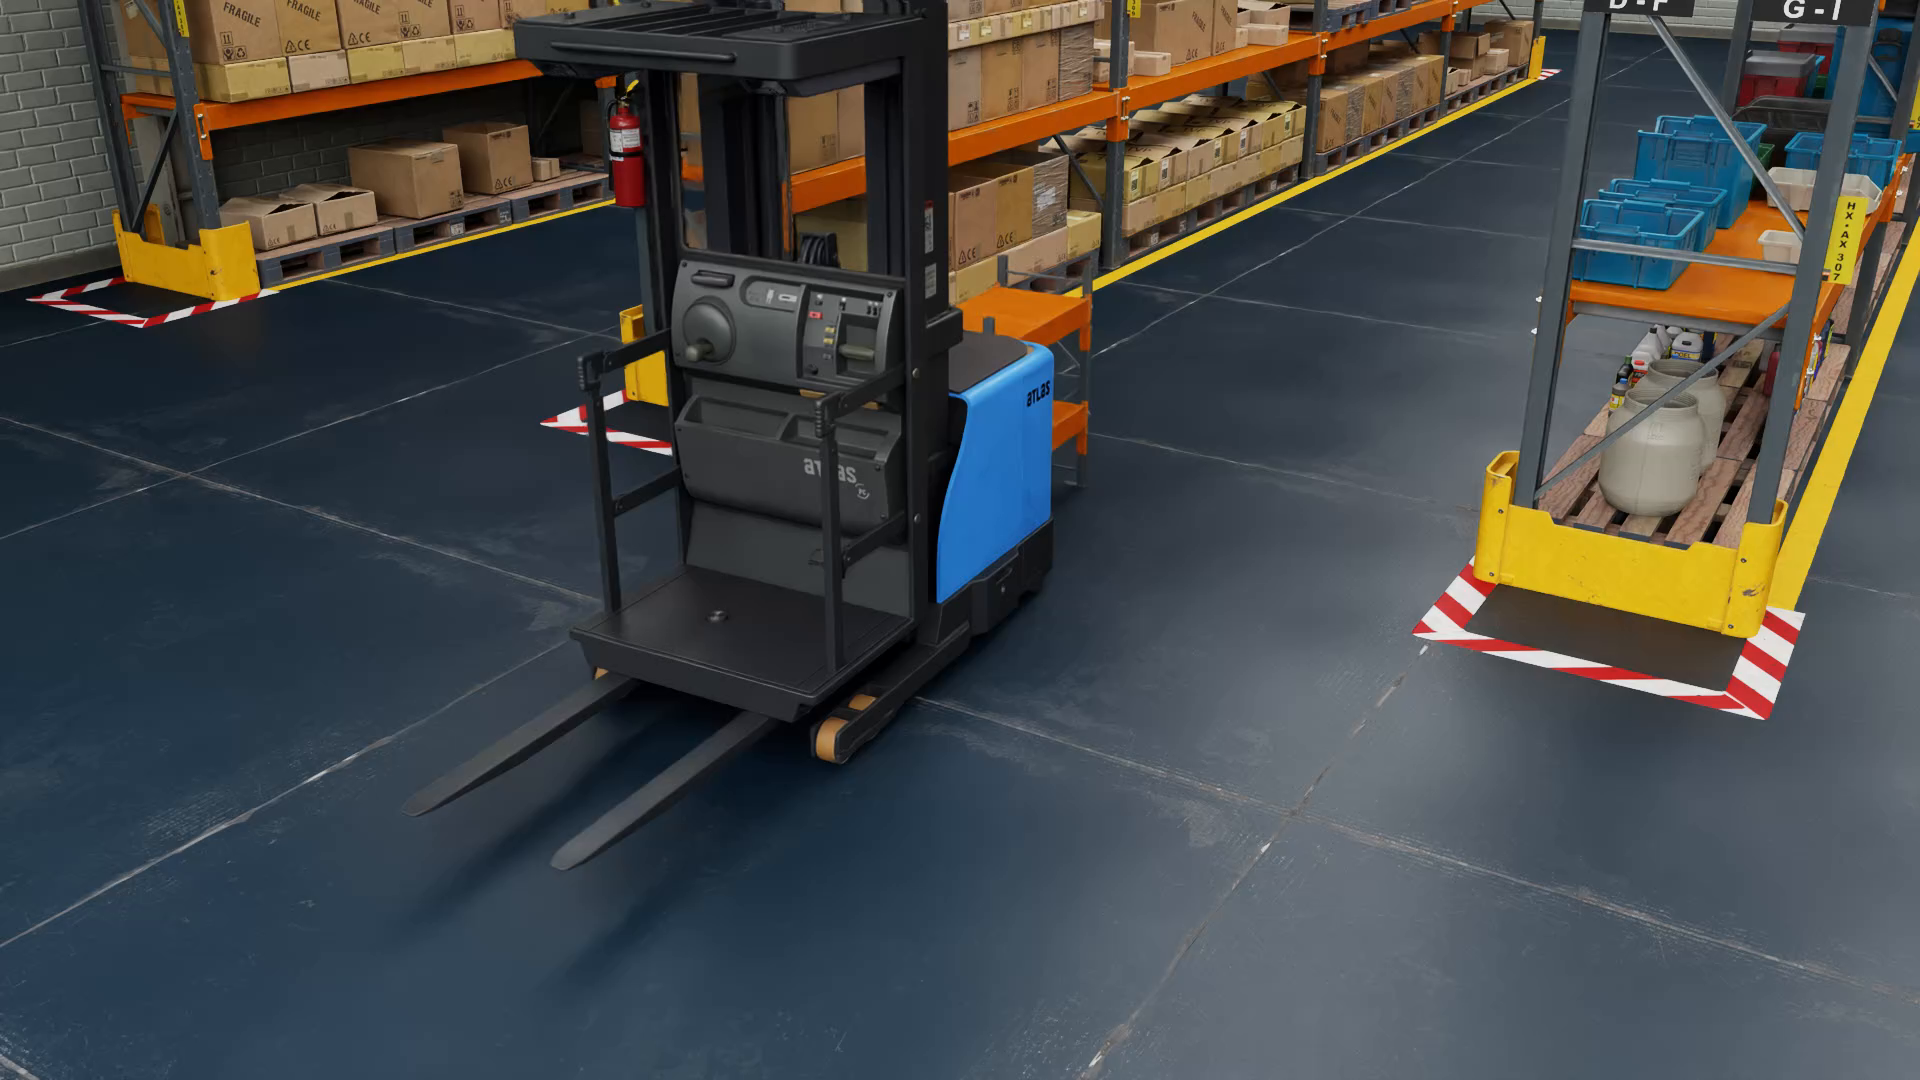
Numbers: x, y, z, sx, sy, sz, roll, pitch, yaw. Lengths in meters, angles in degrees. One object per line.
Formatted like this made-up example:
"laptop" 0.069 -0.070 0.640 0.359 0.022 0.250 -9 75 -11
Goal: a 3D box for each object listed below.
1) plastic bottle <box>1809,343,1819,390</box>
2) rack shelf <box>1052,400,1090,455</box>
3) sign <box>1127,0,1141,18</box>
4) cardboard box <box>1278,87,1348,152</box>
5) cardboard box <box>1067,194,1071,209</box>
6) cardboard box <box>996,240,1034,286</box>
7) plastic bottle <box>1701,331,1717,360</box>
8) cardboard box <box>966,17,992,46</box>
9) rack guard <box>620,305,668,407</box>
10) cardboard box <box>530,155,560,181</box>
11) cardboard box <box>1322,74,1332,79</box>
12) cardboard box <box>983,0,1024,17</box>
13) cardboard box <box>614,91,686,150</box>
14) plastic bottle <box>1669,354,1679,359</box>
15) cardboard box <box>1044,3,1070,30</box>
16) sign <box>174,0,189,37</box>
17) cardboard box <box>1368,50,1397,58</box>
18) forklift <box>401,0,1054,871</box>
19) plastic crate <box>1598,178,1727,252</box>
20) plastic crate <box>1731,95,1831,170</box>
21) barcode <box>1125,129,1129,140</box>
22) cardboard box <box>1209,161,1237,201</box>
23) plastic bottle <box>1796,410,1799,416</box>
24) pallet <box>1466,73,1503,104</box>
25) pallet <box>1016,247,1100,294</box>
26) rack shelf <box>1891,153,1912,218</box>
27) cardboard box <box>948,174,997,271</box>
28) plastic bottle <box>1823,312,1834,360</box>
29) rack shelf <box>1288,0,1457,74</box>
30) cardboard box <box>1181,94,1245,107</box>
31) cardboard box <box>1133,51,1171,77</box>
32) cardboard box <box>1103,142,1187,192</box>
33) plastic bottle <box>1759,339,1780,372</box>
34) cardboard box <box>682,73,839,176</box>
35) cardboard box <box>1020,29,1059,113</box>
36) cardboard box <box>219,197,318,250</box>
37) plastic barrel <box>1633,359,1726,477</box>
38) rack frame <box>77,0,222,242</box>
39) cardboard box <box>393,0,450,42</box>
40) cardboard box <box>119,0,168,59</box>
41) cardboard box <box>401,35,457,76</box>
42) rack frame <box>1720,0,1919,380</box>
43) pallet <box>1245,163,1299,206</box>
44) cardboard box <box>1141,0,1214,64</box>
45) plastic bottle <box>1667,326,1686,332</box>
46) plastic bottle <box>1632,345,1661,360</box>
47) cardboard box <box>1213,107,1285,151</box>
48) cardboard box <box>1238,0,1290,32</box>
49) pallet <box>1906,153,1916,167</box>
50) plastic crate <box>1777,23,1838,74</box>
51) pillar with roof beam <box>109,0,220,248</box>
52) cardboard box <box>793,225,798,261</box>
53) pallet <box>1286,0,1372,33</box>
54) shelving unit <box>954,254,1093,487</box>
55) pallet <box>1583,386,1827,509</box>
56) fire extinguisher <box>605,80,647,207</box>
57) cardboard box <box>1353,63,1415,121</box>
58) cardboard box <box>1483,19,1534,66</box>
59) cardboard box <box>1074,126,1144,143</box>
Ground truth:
"plastic bottle" 4.584 -0.994 9.052 0.144 0.351 0.185 14 27 29
"rack shelf" 0.167 -0.432 7.948 0.538 0.278 1.000 12 26 26
"sign" 1.217 -3.817 11.602 0.100 0.325 0.005 14 27 29
"cardboard box" 3.337 -3.997 15.801 0.500 0.500 0.500 15 28 31
"cardboard box" 0.717 -2.631 12.983 0.500 0.250 0.500 14 27 28
"cardboard box" 0.162 -1.889 11.270 0.500 0.250 0.500 14 27 29
"plastic bottle" 4.295 -1.230 9.597 0.144 0.351 0.185 14 27 29
"cardboard box" -0.026 -3.187 10.395 0.380 0.149 0.250 15 28 31
"rack guard" -1.378 -0.994 9.416 1.175 0.500 0.348 14 27 29
"cardboard box" -3.723 -3.251 14.496 0.380 0.166 0.250 10 25 22
"cardboard box" 3.422 -4.443 16.831 0.500 0.500 0.500 13 27 27
"cardboard box" -0.014 -3.649 10.645 0.700 0.500 0.500 14 27 29
"cardboard box" -2.862 -4.027 15.870 0.700 0.500 0.500 13 27 28
"plastic bottle" 3.876 -0.911 9.048 0.097 0.201 0.097 0 23 0
"cardboard box" 0.515 -3.534 11.195 0.380 0.149 0.250 13 27 27
"sign" -5.115 -3.469 10.899 0.100 0.325 0.005 14 27 29
"cardboard box" 4.502 -5.142 18.444 0.500 0.500 0.500 13 26 27
"forklift" -0.741 -0.753 5.800 1.130 2.935 3.031 12 26 26
"plastic crate" 3.198 -1.491 7.606 0.499 0.251 0.408 14 27 29
"plastic crate" 4.566 -2.281 9.322 0.767 0.338 0.504 14 27 29
"barcode" 1.233 -2.993 12.273 0.001 0.075 0.075 14 27 29
"cardboard box" 1.978 -3.033 13.913 0.500 0.250 0.500 14 27 30
"plastic bottle" 4.348 -0.757 8.691 0.097 0.201 0.097 0 23 0
"pallet" 5.970 -5.564 20.338 1.003 0.211 1.213 14 27 29
"pallet" 0.289 -1.960 12.011 1.003 0.211 1.213 14 27 29
"rack shelf" 6.006 -2.805 11.358 1.077 0.370 4.000 14 27 29
"cardboard box" -0.100 -2.064 10.731 0.500 0.500 0.500 14 27 29
"plastic bottle" 4.977 -1.183 9.573 0.061 0.283 0.133 15 28 32
"rack shelf" 3.909 -5.194 16.877 1.077 0.370 4.000 14 27 29
"cardboard box" 2.329 -3.922 15.261 0.500 0.311 0.500 15 28 31
"cardboard box" 1.386 -3.640 12.698 0.380 0.149 0.250 14 27 29
"cardboard box" 1.443 -2.942 12.997 0.500 0.311 0.500 14 27 28
"plastic bottle" 4.615 -1.092 9.371 0.152 0.276 0.135 14 27 29
"cardboard box" -1.108 -2.350 9.276 0.700 0.500 0.500 14 27 29
"cardboard box" 0.243 -3.214 11.273 0.700 0.500 0.500 14 27 28
"cardboard box" -5.135 -2.368 12.276 0.500 0.311 0.500 11 26 23
"plastic barrel" 3.387 -0.568 7.889 0.421 0.512 0.421 0 23 0
"rack frame" -5.576 -3.186 11.333 1.000 3.000 0.127 14 27 29
"cardboard box" -4.260 -4.083 12.625 0.500 0.500 0.500 15 27 31
"cardboard box" -5.508 -3.674 11.680 0.500 0.500 0.500 14 27 28
"cardboard box" -4.245 -3.743 12.785 0.500 0.250 0.500 14 27 29
"rack frame" 4.951 -2.460 9.656 1.000 3.000 0.127 14 27 29
"pallet" 2.387 -3.300 15.106 1.003 0.211 1.213 14 27 29
"cardboard box" 1.705 -4.147 13.429 0.500 0.500 0.500 14 27 29
"plastic bottle" 4.073 -1.197 9.519 0.144 0.351 0.185 13 26 27
"plastic bottle" 3.666 -0.899 8.927 0.152 0.276 0.135 13 27 28
"cardboard box" 2.519 -3.632 14.591 0.500 0.311 0.500 13 27 28
"cardboard box" 2.625 -4.694 14.931 0.500 0.311 0.500 16 28 32
"pallet" 8.728 -3.628 15.866 1.003 0.211 1.213 14 27 29
"plastic crate" 5.948 -3.358 11.650 0.402 0.464 0.583 14 27 29
"pillar with roof beam" -2.284 -5.454 9.022 9.100 9.000 0.400 14 27 29
"cardboard box" -0.820 -2.008 10.601 0.500 0.500 0.500 14 27 29
"pallet" 3.152 -5.004 15.776 1.213 0.211 1.003 14 27 29
"shelving unit" 0.167 -0.657 7.851 0.538 1.125 1.048 12 26 26
"pallet" 3.918 -0.549 8.752 1.003 0.211 1.213 14 27 29
"fire extinguisher" -1.823 -2.171 9.086 0.296 0.674 0.183 14 27 29
"cardboard box" 4.415 -4.693 17.407 0.500 0.500 0.500 14 27 30
"cardboard box" 6.997 -6.369 21.278 0.500 0.500 0.500 14 27 29
"cardboard box" 1.249 -3.229 13.659 0.500 0.311 0.500 14 27 29
